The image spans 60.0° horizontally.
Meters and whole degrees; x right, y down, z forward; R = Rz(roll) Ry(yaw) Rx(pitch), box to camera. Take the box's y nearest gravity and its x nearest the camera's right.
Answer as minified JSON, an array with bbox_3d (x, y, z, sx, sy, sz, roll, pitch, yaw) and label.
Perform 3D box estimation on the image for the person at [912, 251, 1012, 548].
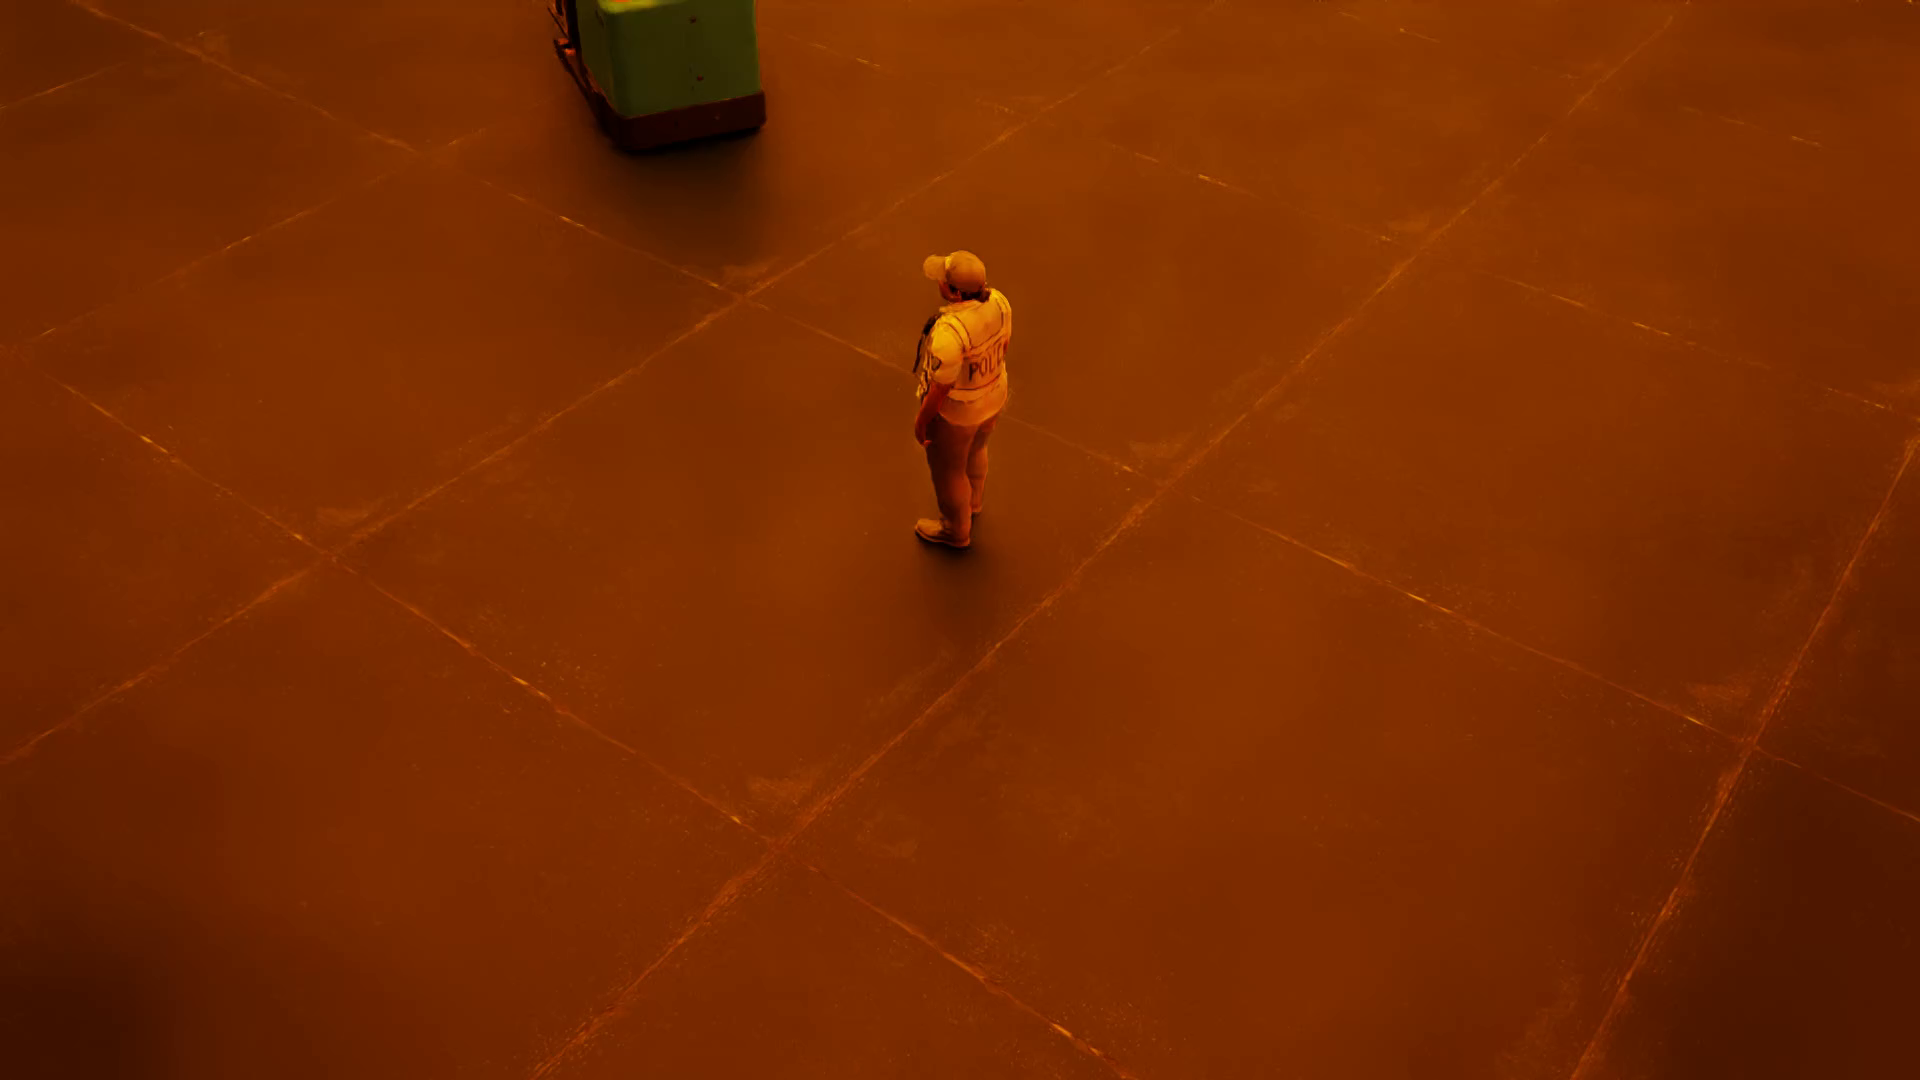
[{"bbox_3d":[-0.047,-0.682,7.837,0.529,1.669,0.598,26,47,28],"label":"person"}]

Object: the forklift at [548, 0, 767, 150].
[{"bbox_3d":[-2.417,-4.735,11.628,1.130,2.935,3.031,-16,43,-18],"label":"forklift"}]
